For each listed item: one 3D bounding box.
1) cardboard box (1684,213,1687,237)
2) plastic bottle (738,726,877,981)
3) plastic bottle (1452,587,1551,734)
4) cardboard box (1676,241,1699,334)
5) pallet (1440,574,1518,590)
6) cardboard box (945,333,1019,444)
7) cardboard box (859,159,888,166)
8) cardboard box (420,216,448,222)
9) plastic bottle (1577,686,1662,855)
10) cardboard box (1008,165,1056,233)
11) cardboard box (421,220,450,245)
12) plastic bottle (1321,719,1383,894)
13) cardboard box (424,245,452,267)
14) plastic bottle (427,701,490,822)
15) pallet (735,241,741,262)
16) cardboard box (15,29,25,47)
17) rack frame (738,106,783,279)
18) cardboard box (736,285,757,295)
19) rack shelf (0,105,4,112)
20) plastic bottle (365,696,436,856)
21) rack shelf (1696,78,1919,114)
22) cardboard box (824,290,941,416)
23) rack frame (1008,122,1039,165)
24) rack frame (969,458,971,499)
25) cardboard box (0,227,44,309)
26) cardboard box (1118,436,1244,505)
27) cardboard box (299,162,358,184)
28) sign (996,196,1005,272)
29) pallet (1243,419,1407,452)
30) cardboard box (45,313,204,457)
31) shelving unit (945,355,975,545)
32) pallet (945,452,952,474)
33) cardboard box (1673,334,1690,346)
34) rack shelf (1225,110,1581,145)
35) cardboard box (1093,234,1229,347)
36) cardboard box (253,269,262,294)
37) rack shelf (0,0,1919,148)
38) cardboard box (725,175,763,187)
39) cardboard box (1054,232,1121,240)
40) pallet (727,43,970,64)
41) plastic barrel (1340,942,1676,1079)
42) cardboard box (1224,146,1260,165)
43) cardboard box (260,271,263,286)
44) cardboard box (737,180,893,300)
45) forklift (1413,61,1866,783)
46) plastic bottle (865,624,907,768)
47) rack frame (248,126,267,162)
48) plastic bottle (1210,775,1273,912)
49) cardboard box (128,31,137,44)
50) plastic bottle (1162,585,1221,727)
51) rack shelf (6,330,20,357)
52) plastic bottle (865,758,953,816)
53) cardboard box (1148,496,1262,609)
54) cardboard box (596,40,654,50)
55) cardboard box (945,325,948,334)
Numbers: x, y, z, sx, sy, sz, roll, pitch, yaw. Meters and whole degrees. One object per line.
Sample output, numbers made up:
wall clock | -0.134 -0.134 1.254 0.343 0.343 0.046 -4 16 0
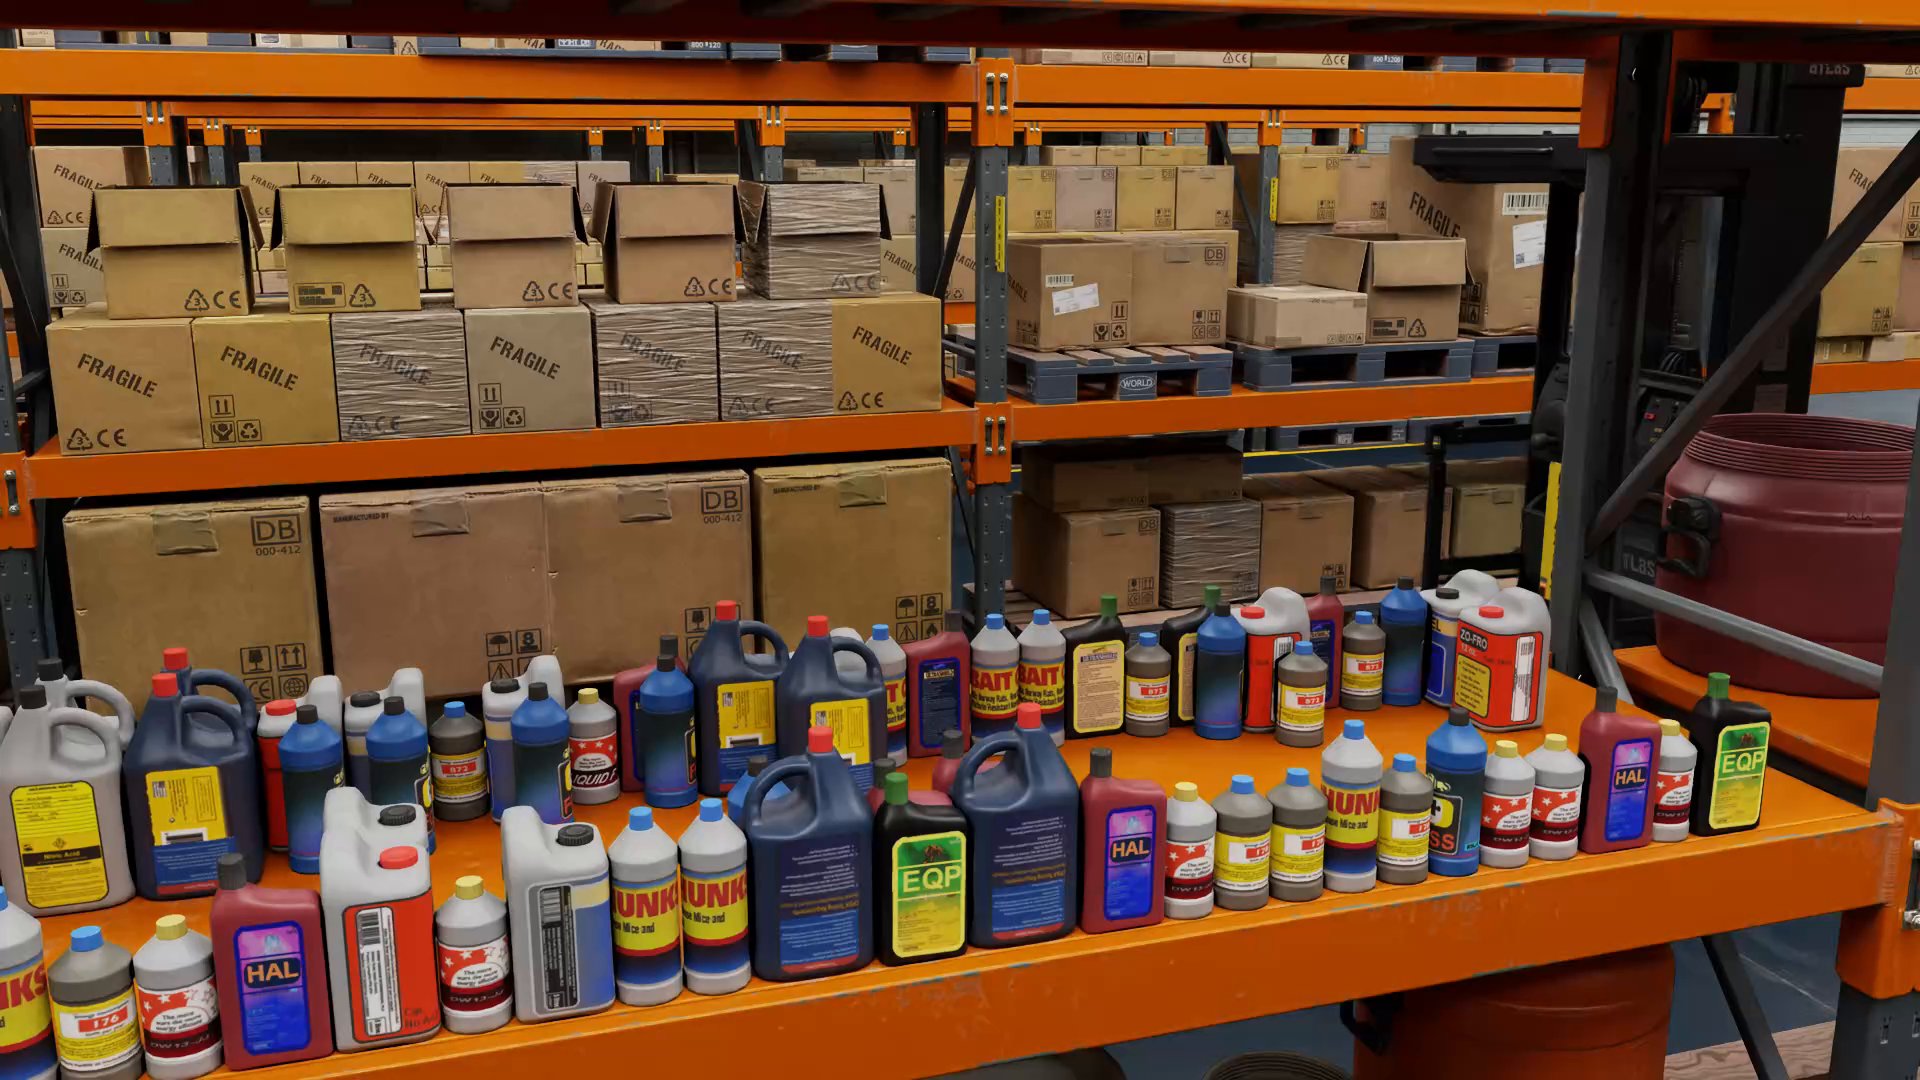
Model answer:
cardboard box | 4.126 -1.970 9.422 0.500 0.500 0.500 -4 14 -18
plastic bottle | -0.221 0.443 2.405 0.185 0.351 0.144 -4 14 -18
plastic bottle | 1.111 0.240 3.420 0.135 0.276 0.152 -4 14 -18
cardboard box | 4.233 -1.409 9.227 0.500 0.500 0.875 -4 14 -18
pallet | 3.049 0.218 9.270 1.213 0.211 1.003 -4 14 -18
cardboard box | -0.057 -1.197 13.146 0.750 0.750 1.050 -4 14 -17
cardboard box | -0.929 -4.023 17.906 0.250 0.149 0.380 -4 14 -15
cardboard box | -3.728 -2.241 11.933 0.250 0.149 0.380 -5 14 -21
plastic bottle | 1.109 0.382 2.805 0.133 0.283 0.061 -4 14 -18
cardboard box | 0.387 -2.676 13.035 0.500 0.500 0.700 -5 14 -19
cardboard box | -3.536 -2.097 11.325 0.250 0.149 0.380 -4 14 -16
plastic bottle | 0.625 0.421 2.667 0.097 0.271 0.097 0 13 0
cardboard box | -3.519 -1.954 11.369 0.250 0.149 0.380 -5 14 -19
plastic bottle | -0.892 0.388 2.957 0.097 0.201 0.097 0 13 0
pallet | -2.523 -3.057 17.428 1.003 0.211 1.213 -4 14 -18
cardboard box | -6.135 -3.205 10.397 0.500 0.250 0.500 -5 14 -20
rack frame | -1.490 -1.996 12.554 0.127 3.000 1.000 -4 14 -18
cardboard box | -1.040 -0.935 7.876 0.500 0.500 0.500 -5 14 -20
rack shelf | -5.691 -1.568 5.824 4.000 0.370 1.077 -4 14 -18
plastic bottle | -0.936 0.395 2.779 0.097 0.271 0.097 0 13 0
rack shelf | 5.682 -2.453 9.547 4.000 0.370 1.077 -4 14 -18
cardboard box | -0.393 -0.859 7.556 0.500 0.500 0.500 -4 14 -16
rack frame | 0.626 -3.370 18.328 0.127 3.000 1.000 -4 14 -18
rack frame | 0.100 -0.592 10.537 0.006 1.200 0.240 -4 14 -18
cardboard box | -6.142 -1.759 10.696 0.500 0.500 0.500 -5 14 -20
cardboard box | 1.121 -0.361 8.510 0.500 0.250 0.500 -3 14 -12
cardboard box | -5.974 -3.328 15.773 0.500 0.500 0.500 -5 14 -18
sign | 0.176 -1.343 7.305 0.005 0.325 0.100 -4 14 -18
pallet | 3.046 -0.974 14.282 1.213 0.211 1.003 -4 14 -18
cardboard box | -3.280 -0.634 6.609 0.500 0.500 0.500 -4 14 -18
shelving unit | 0.014 -0.585 10.508 0.189 1.200 0.258 -4 14 -18
pallet | -0.719 -0.682 13.052 1.213 0.211 1.003 -4 14 -18
cardboard box | 4.087 -1.024 9.009 0.250 0.149 0.380 -4 14 -18
rack shelf | 4.196 -3.549 14.152 4.000 0.370 1.077 -4 14 -18
cardboard box | 0.992 -1.266 8.359 0.500 0.500 0.700 -2 14 -10
cardboard box | -4.761 -1.712 10.991 0.250 0.149 0.380 -5 14 -21
rack shelf | -0.320 -0.777 2.498 4.000 0.370 1.077 -4 14 -18
cardboard box | -2.173 -3.495 17.087 0.500 0.500 0.500 -4 14 -15
cardboard box | 0.934 -2.169 13.061 0.500 0.500 0.500 -4 14 -17
pallet | -0.598 -2.209 7.375 1.003 0.211 1.213 -4 14 -15
plastic barrel | 1.117 1.076 3.417 0.708 0.830 0.600 -4 14 -18
cardboard box | 3.070 -4.163 18.644 0.500 0.500 0.700 -5 14 -19
cardboard box | -4.968 -1.856 11.599 0.250 0.149 0.380 -5 14 -19
cardboard box | -0.702 -1.387 7.610 0.637 0.503 0.797 -4 14 -16
forklift | 2.360 -0.490 6.368 3.031 2.935 1.130 -4 14 -17
plastic bottle | -0.151 0.297 3.192 0.097 0.271 0.097 0 13 0
rack frame | -8.543 -3.868 20.421 0.127 3.000 1.000 -4 14 -18
plastic bottle | 0.441 0.470 2.615 0.097 0.201 0.097 0 13 0
cardboard box | -7.580 -4.543 15.438 0.500 0.500 0.500 -4 14 -17
plastic bottle | 0.482 0.237 3.417 0.133 0.283 0.061 -4 14 -18
rack shelf | -7.177 -1.204 10.775 4.000 0.370 1.077 -4 14 -18
plastic bottle | -0.076 0.460 2.480 0.133 0.283 0.061 -4 14 -18
cardboard box | 1.146 0.003 8.598 0.500 0.500 0.700 -6 15 -23
cardboard box | -2.420 -3.367 11.617 0.500 0.500 0.500 -4 14 -18
cardboard box | -0.550 -2.203 18.192 0.625 0.372 0.950 -4 14 -15
